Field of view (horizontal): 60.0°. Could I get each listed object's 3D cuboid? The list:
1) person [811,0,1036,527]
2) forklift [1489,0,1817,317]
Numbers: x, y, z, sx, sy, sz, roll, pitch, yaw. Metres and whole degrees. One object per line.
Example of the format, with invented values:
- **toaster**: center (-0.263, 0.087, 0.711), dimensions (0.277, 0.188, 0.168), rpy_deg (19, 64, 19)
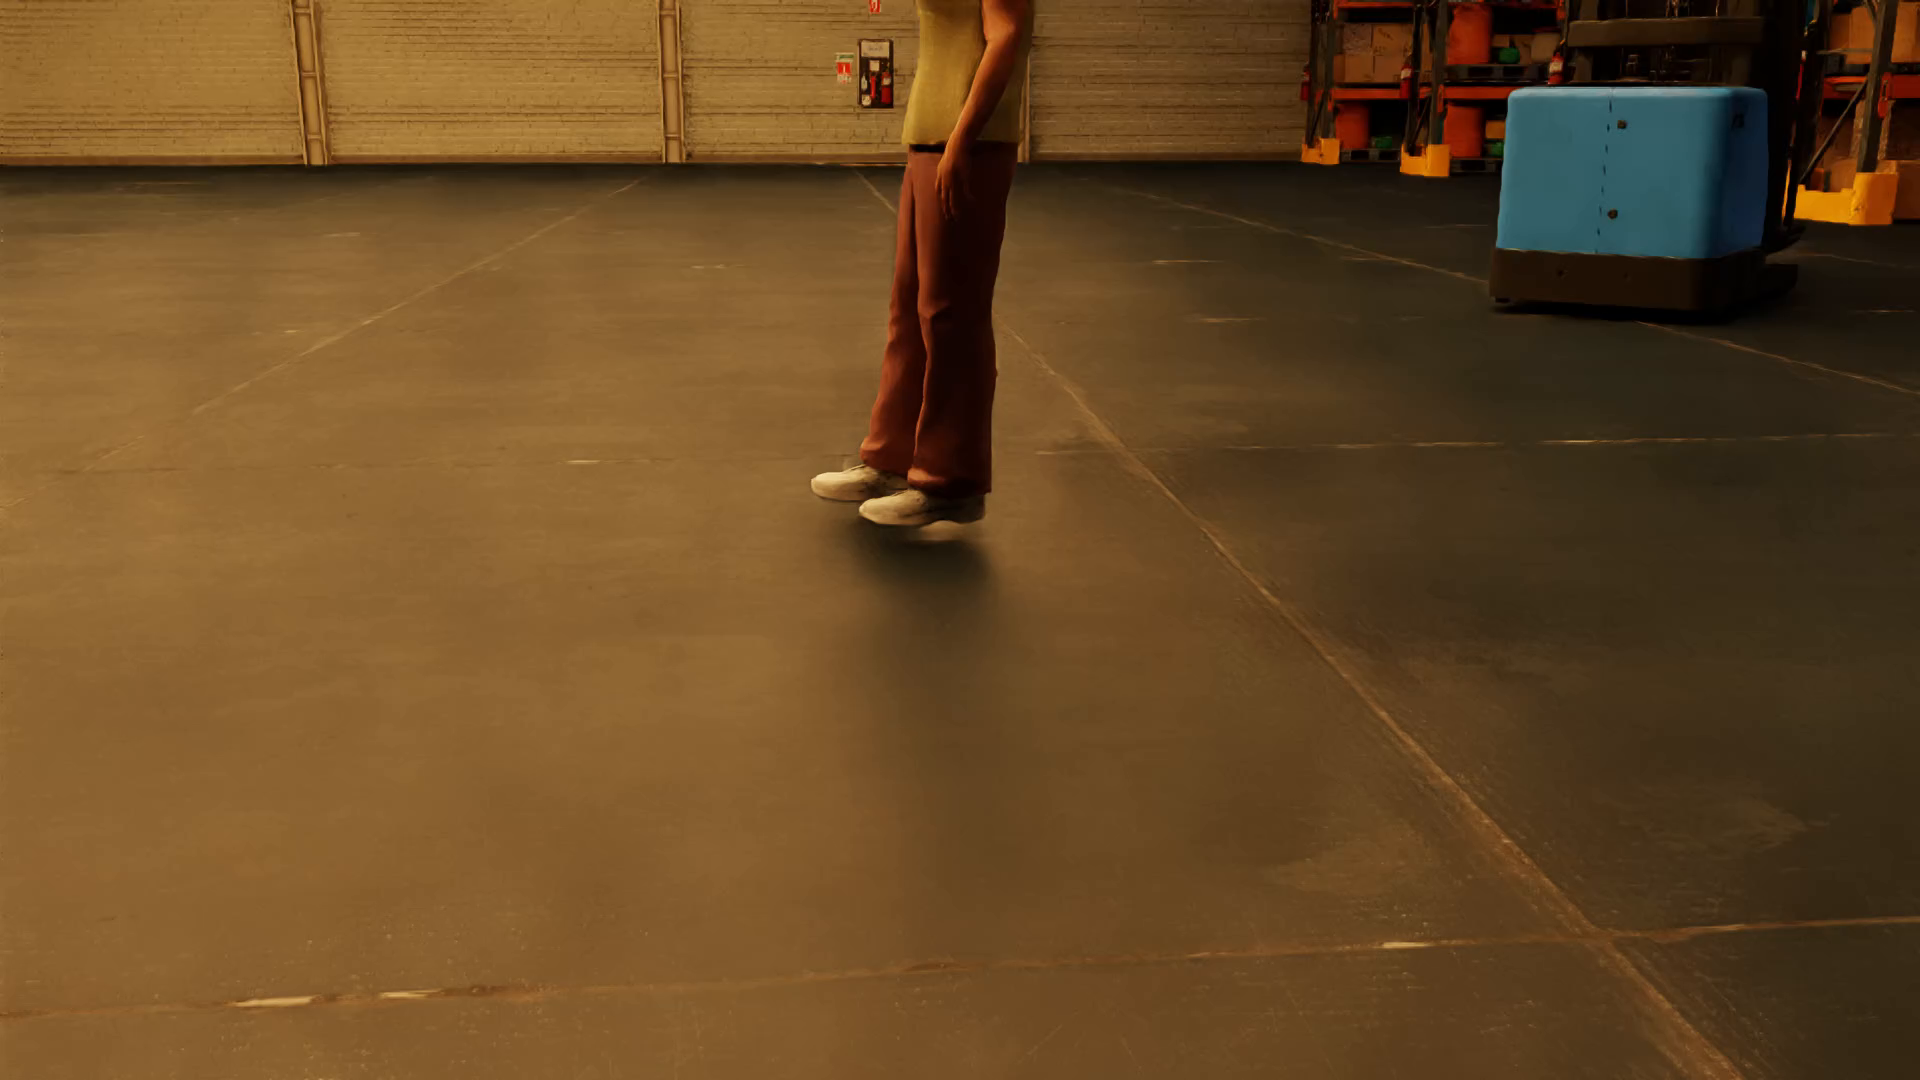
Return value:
- **person**: center (-0.074, -0.857, 3.714), dimensions (0.549, 1.673, 0.554), rpy_deg (-1, 15, -5)
- **forklift**: center (3.910, -2.783, 8.759), dimensions (1.130, 2.935, 3.031), rpy_deg (11, 18, 35)
